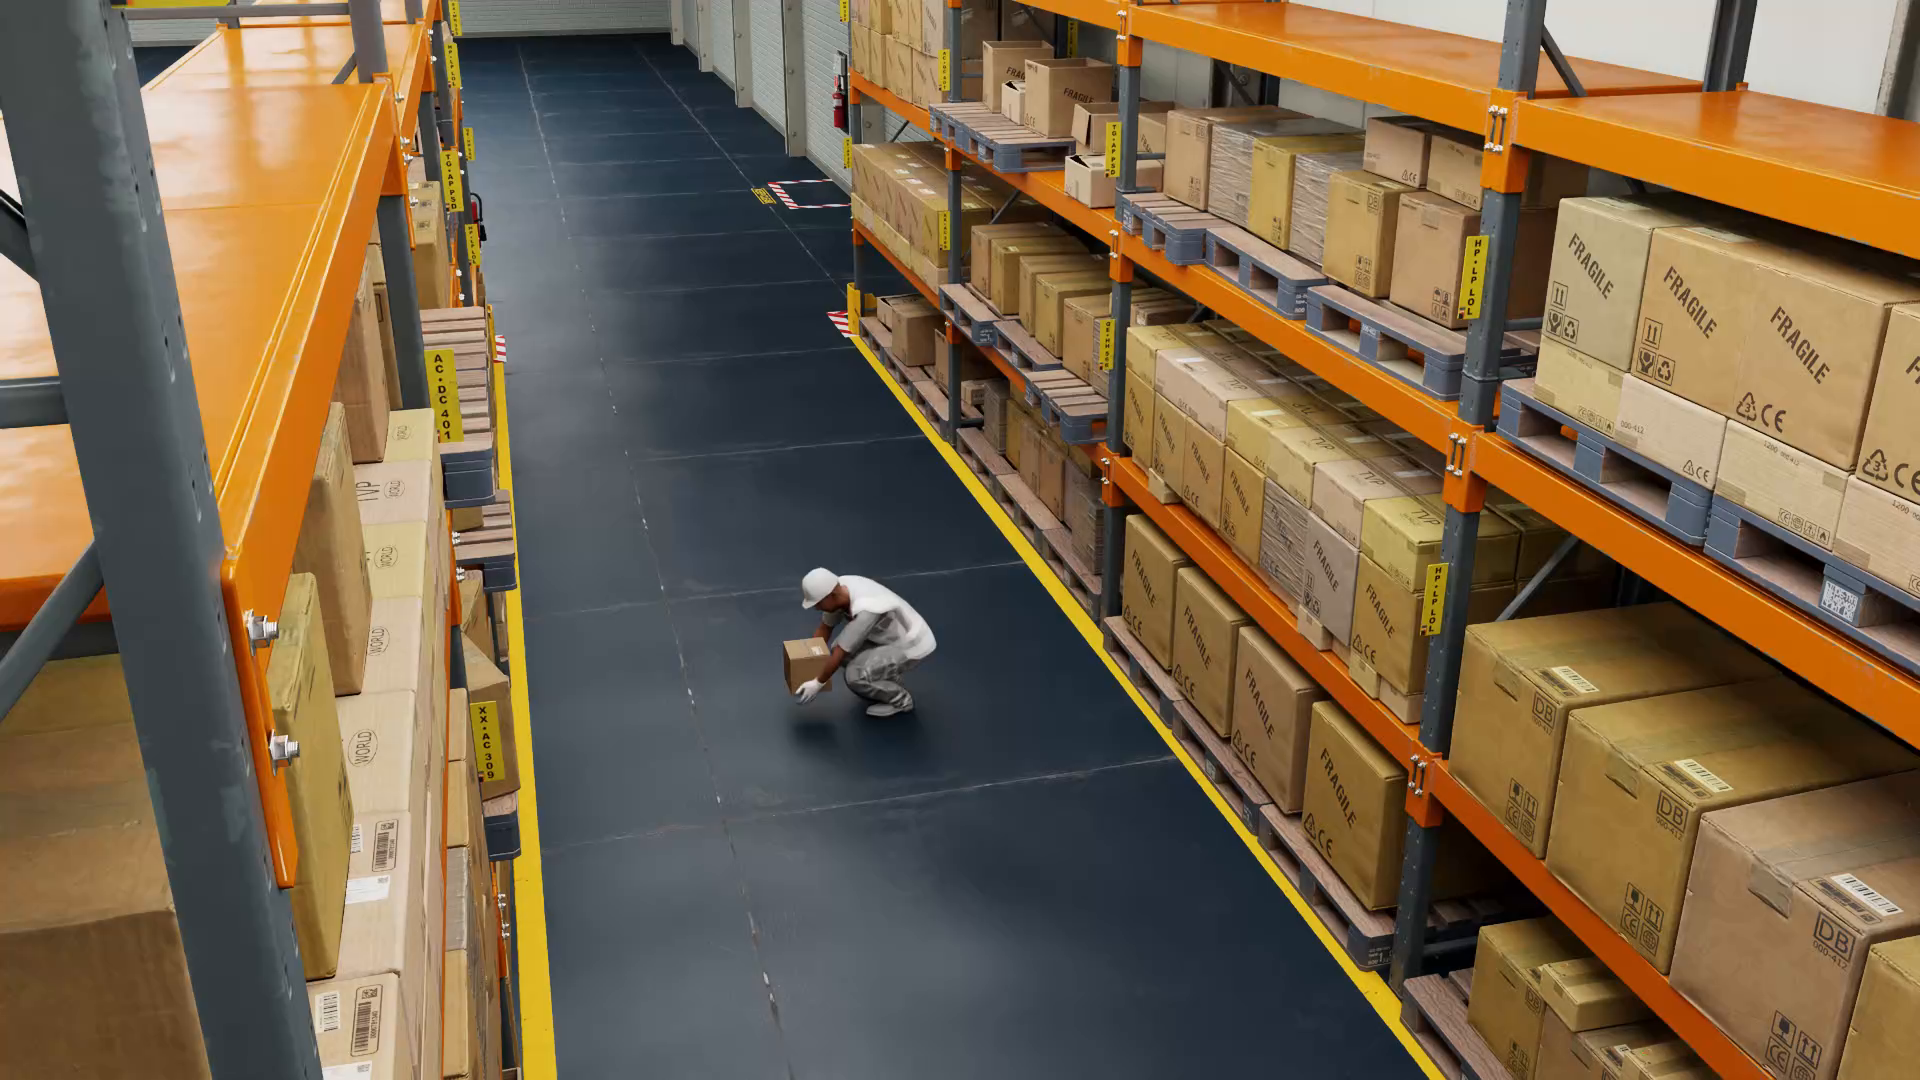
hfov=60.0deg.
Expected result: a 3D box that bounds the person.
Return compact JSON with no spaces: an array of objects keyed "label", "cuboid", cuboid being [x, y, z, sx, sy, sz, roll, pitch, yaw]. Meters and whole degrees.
[{"label":"person","cuboid":[-0.601,0.590,10.196,0.902,0.992,0.567,-6,24,-15]}]
